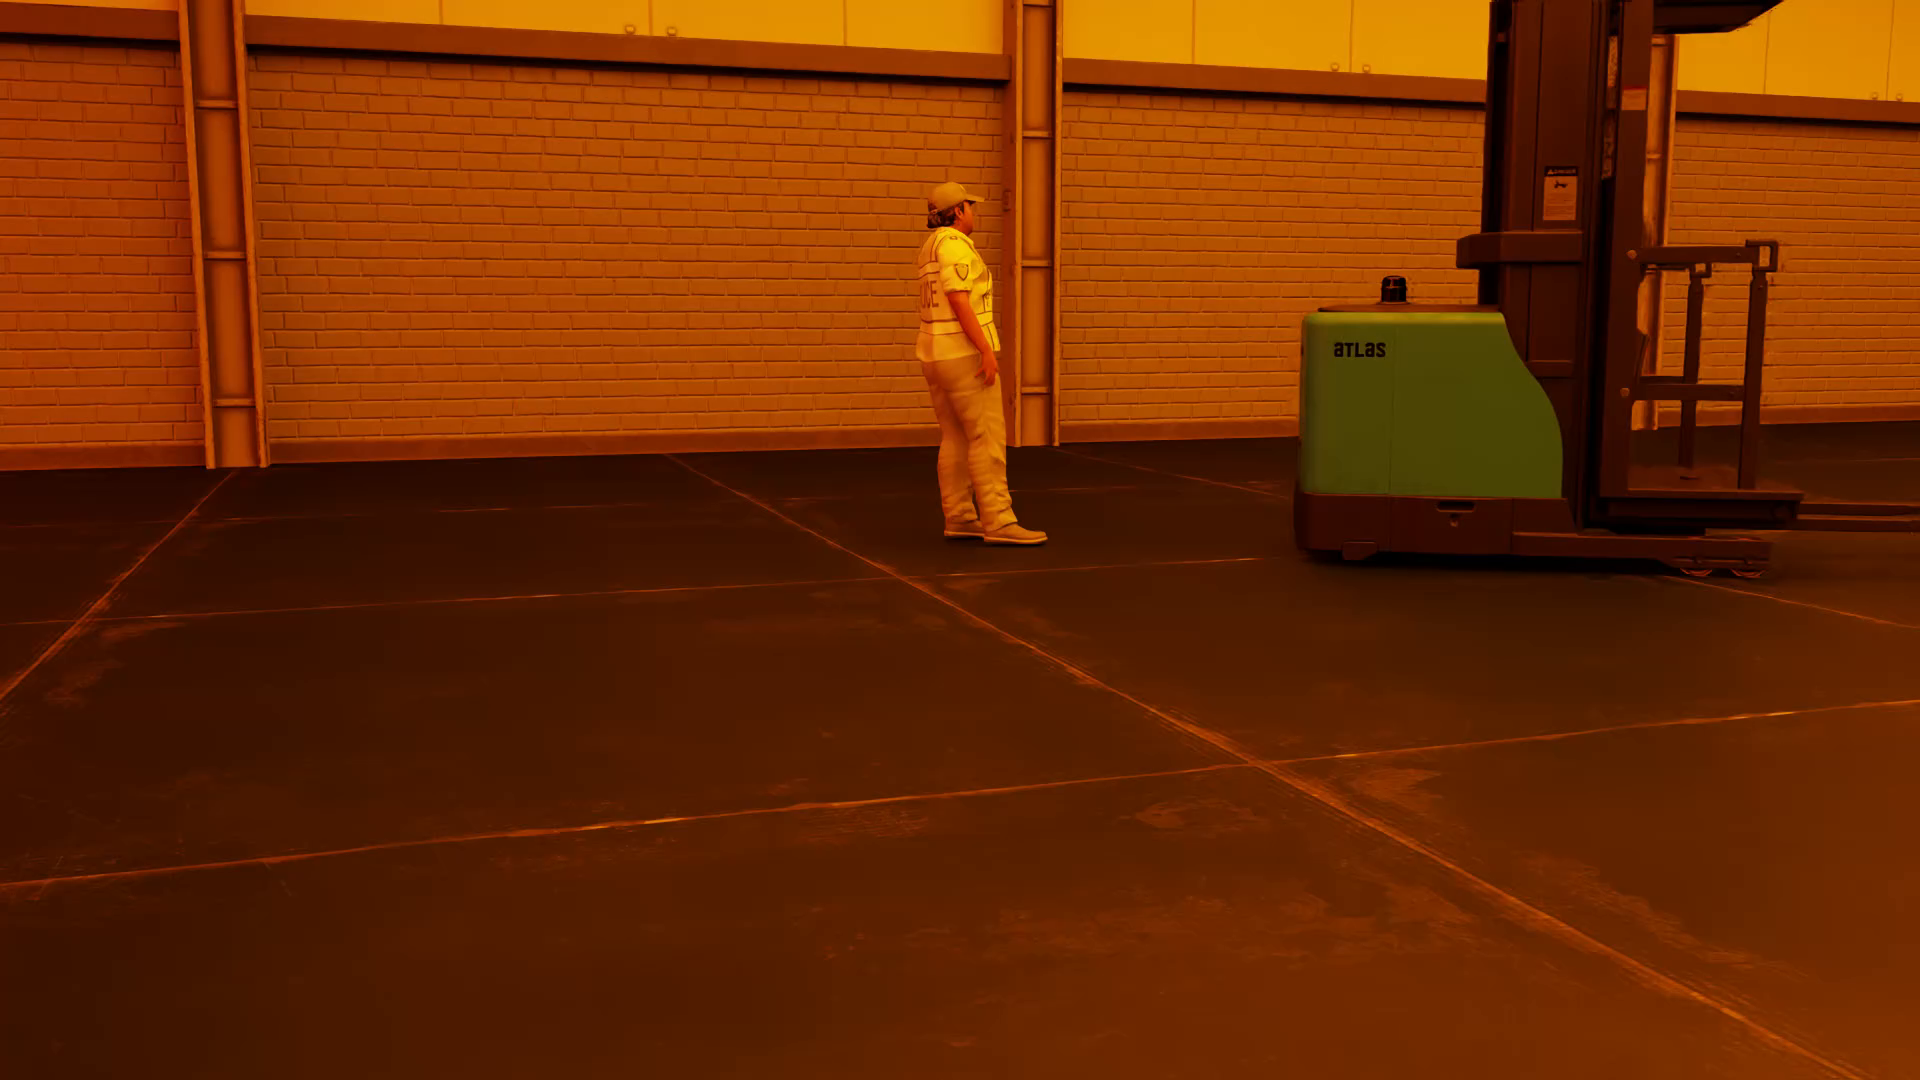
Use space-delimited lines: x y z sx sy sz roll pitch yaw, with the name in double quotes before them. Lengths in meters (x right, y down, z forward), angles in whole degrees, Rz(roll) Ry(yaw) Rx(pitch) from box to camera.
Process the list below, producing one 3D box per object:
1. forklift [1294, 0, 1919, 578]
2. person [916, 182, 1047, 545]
"forklift" 3.024 -1.373 7.145 3.031 2.935 1.130 1 8 10
"person" 0.080 -0.833 7.813 0.529 1.670 0.598 -3 8 -18
